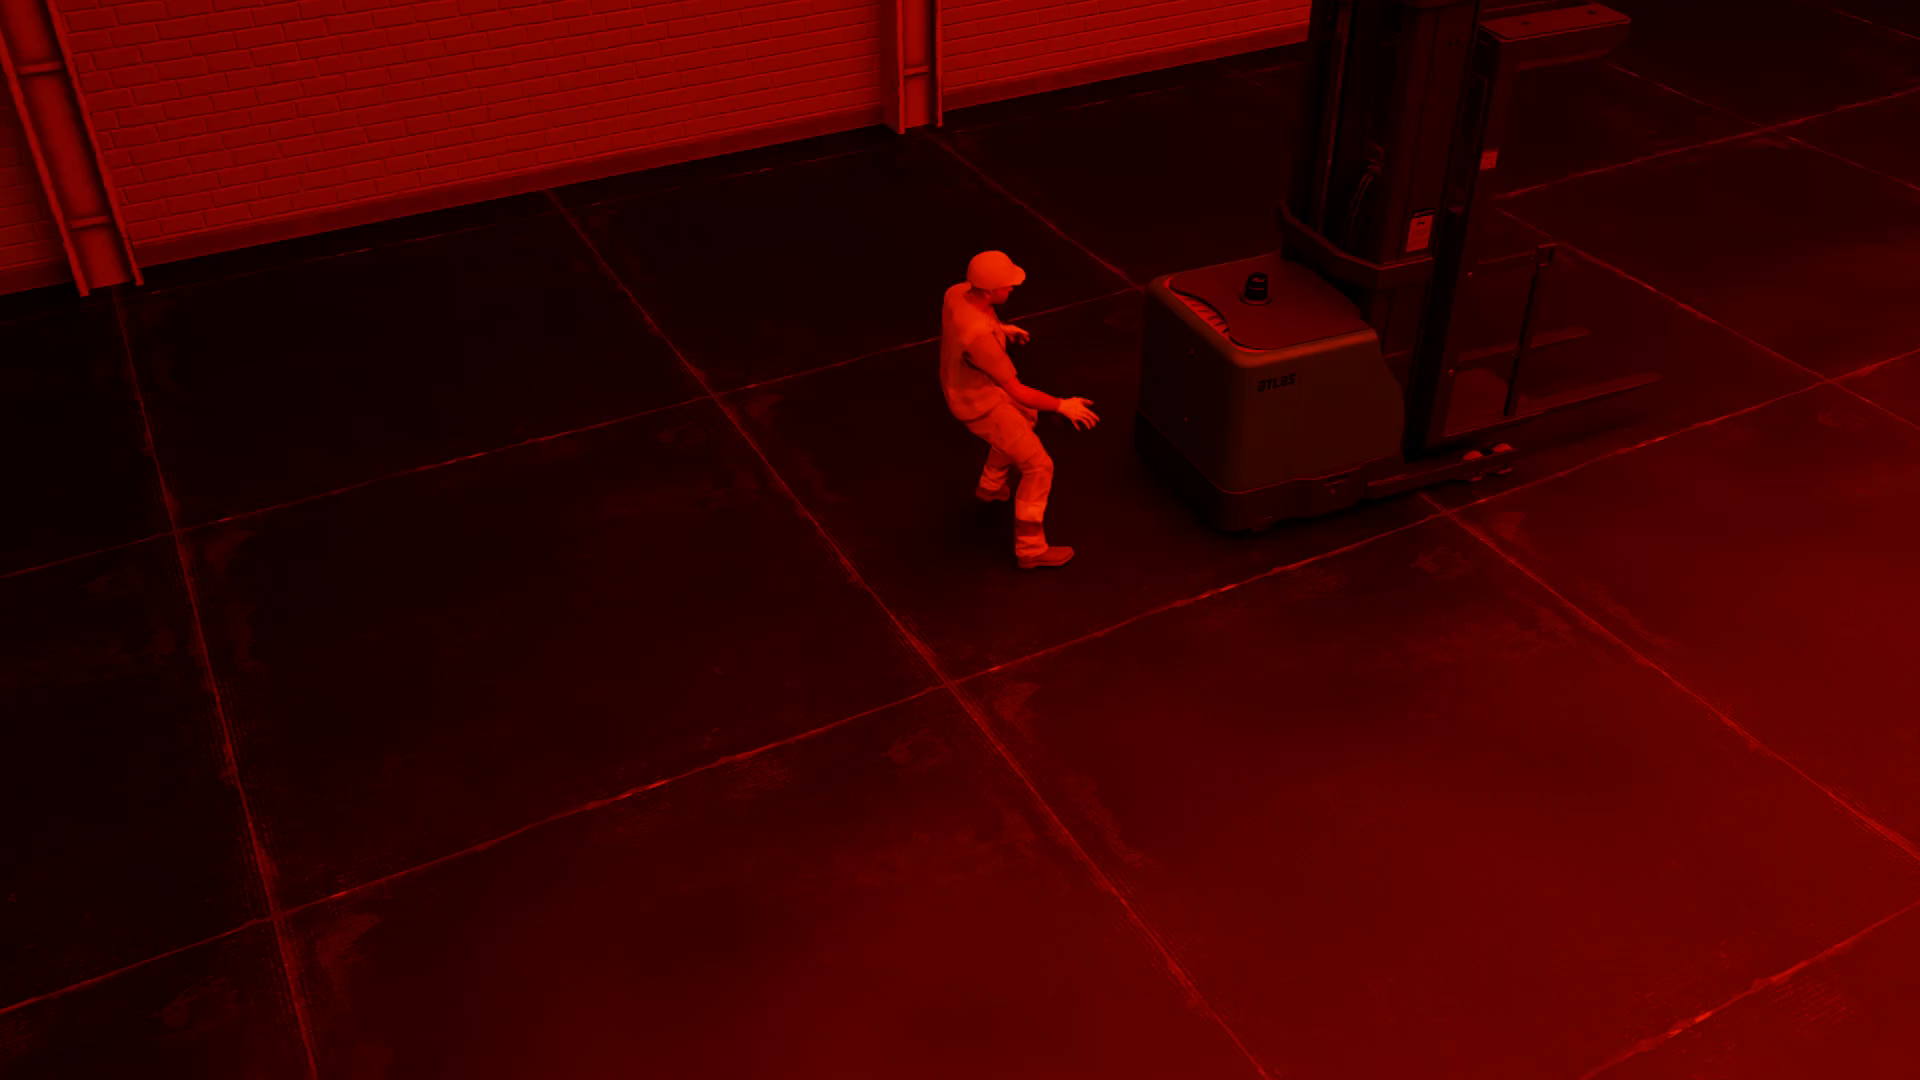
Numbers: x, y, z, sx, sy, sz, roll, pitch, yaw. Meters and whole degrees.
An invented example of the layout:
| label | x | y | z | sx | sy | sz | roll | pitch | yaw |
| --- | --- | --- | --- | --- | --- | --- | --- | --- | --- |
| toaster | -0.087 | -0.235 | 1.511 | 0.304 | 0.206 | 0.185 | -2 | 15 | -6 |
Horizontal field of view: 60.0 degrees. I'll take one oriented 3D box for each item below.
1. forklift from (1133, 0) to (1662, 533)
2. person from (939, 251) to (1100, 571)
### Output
| label | x | y | z | sx | sy | sz | roll | pitch | yaw |
| --- | --- | --- | --- | --- | --- | --- | --- | --- | --- |
| forklift | 2.534 | -1.784 | 8.646 | 3.031 | 2.935 | 1.130 | -14 | 38 | -19 |
| person | 0.258 | -0.740 | 8.306 | 0.690 | 1.627 | 0.863 | -7 | 36 | -10 |
